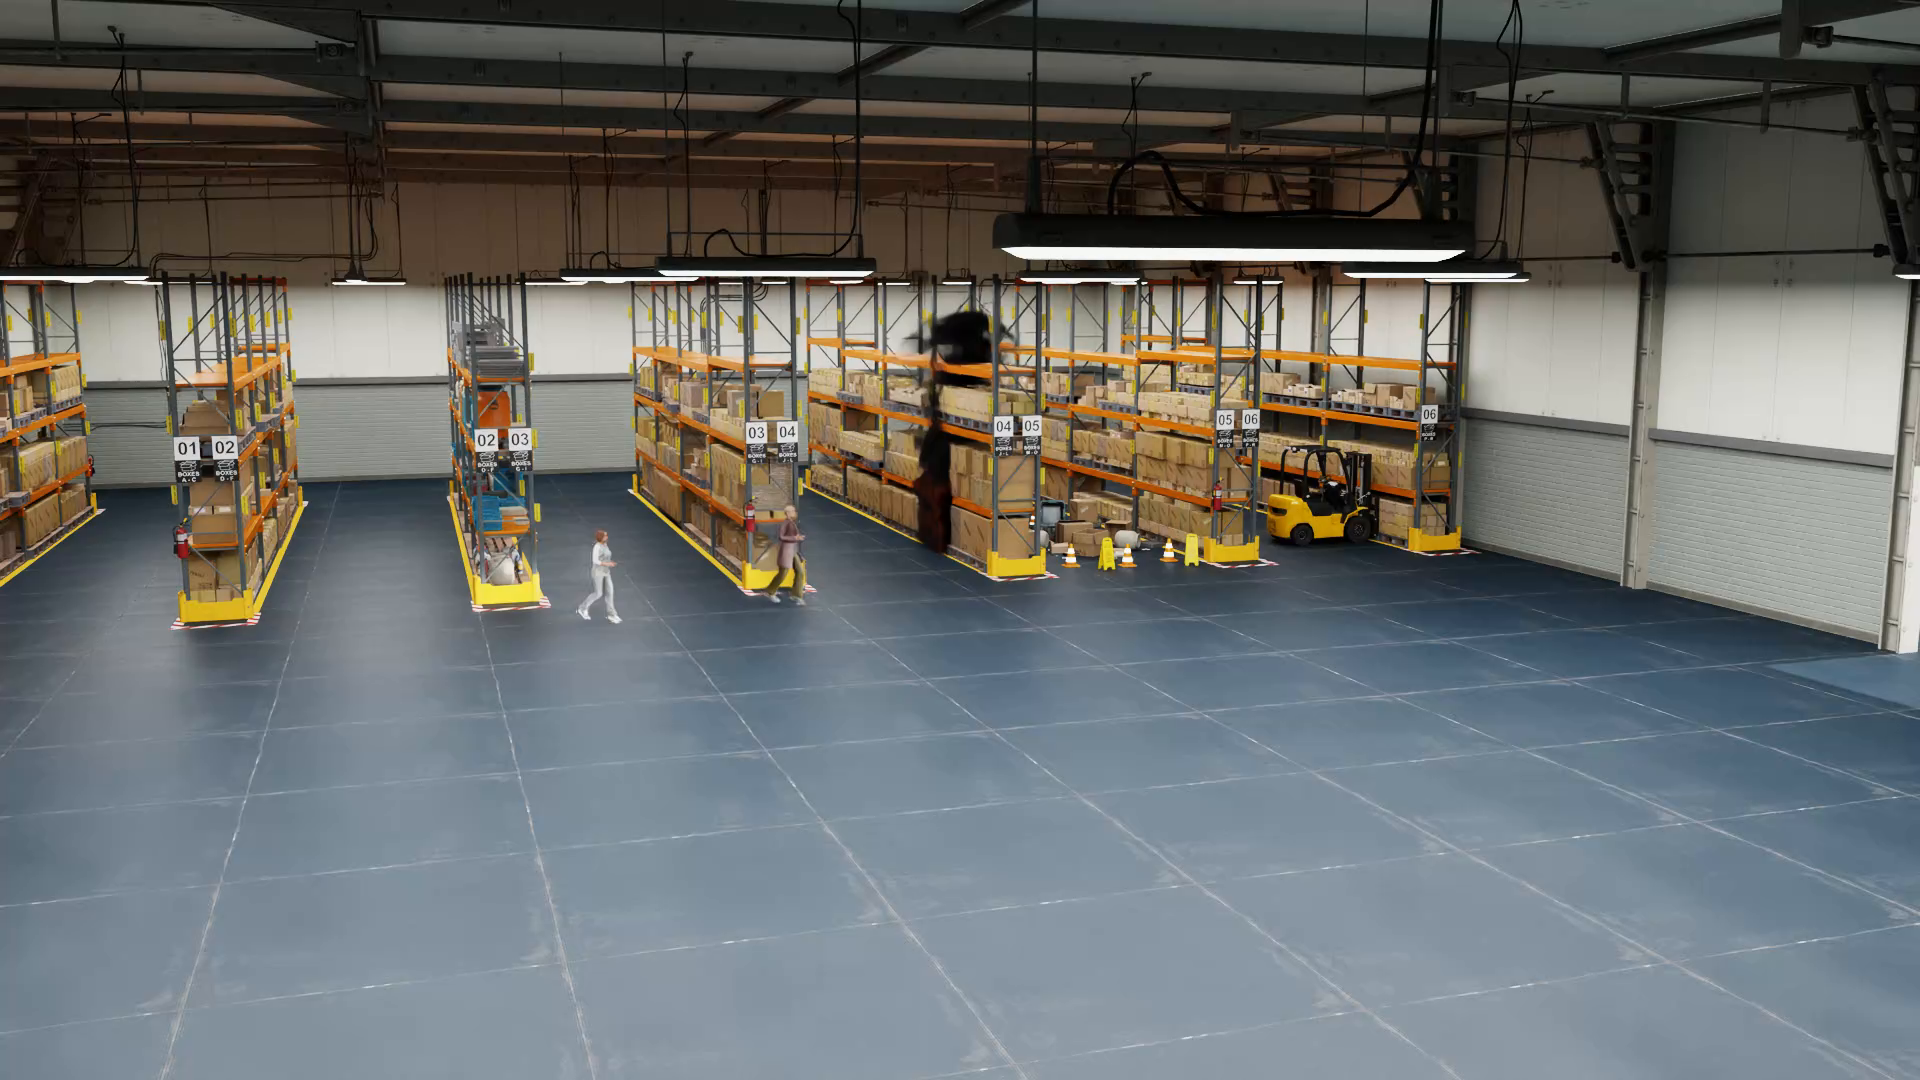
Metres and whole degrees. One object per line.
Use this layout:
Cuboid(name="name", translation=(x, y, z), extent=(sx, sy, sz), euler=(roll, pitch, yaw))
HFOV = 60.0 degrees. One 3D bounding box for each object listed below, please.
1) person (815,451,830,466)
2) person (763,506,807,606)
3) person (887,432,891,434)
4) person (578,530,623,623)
Cuboid(name="person", translation=(-4.102, -2.628, 49.581), extent=(0.888, 1.775, 0.687), euler=(0, 9, 3))
Cuboid(name="person", translation=(-3.156, 0.290, 30.373), extent=(0.847, 1.839, 0.702), euler=(4, 9, 22))
Cuboid(name="person", translation=(-2.006, -2.238, 47.386), extent=(0.628, 1.673, 0.586), euler=(-3, 9, -18))
Cuboid(name="person", translation=(-6.214, 0.623, 28.659), extent=(0.777, 1.624, 0.561), euler=(2, 9, 12))
